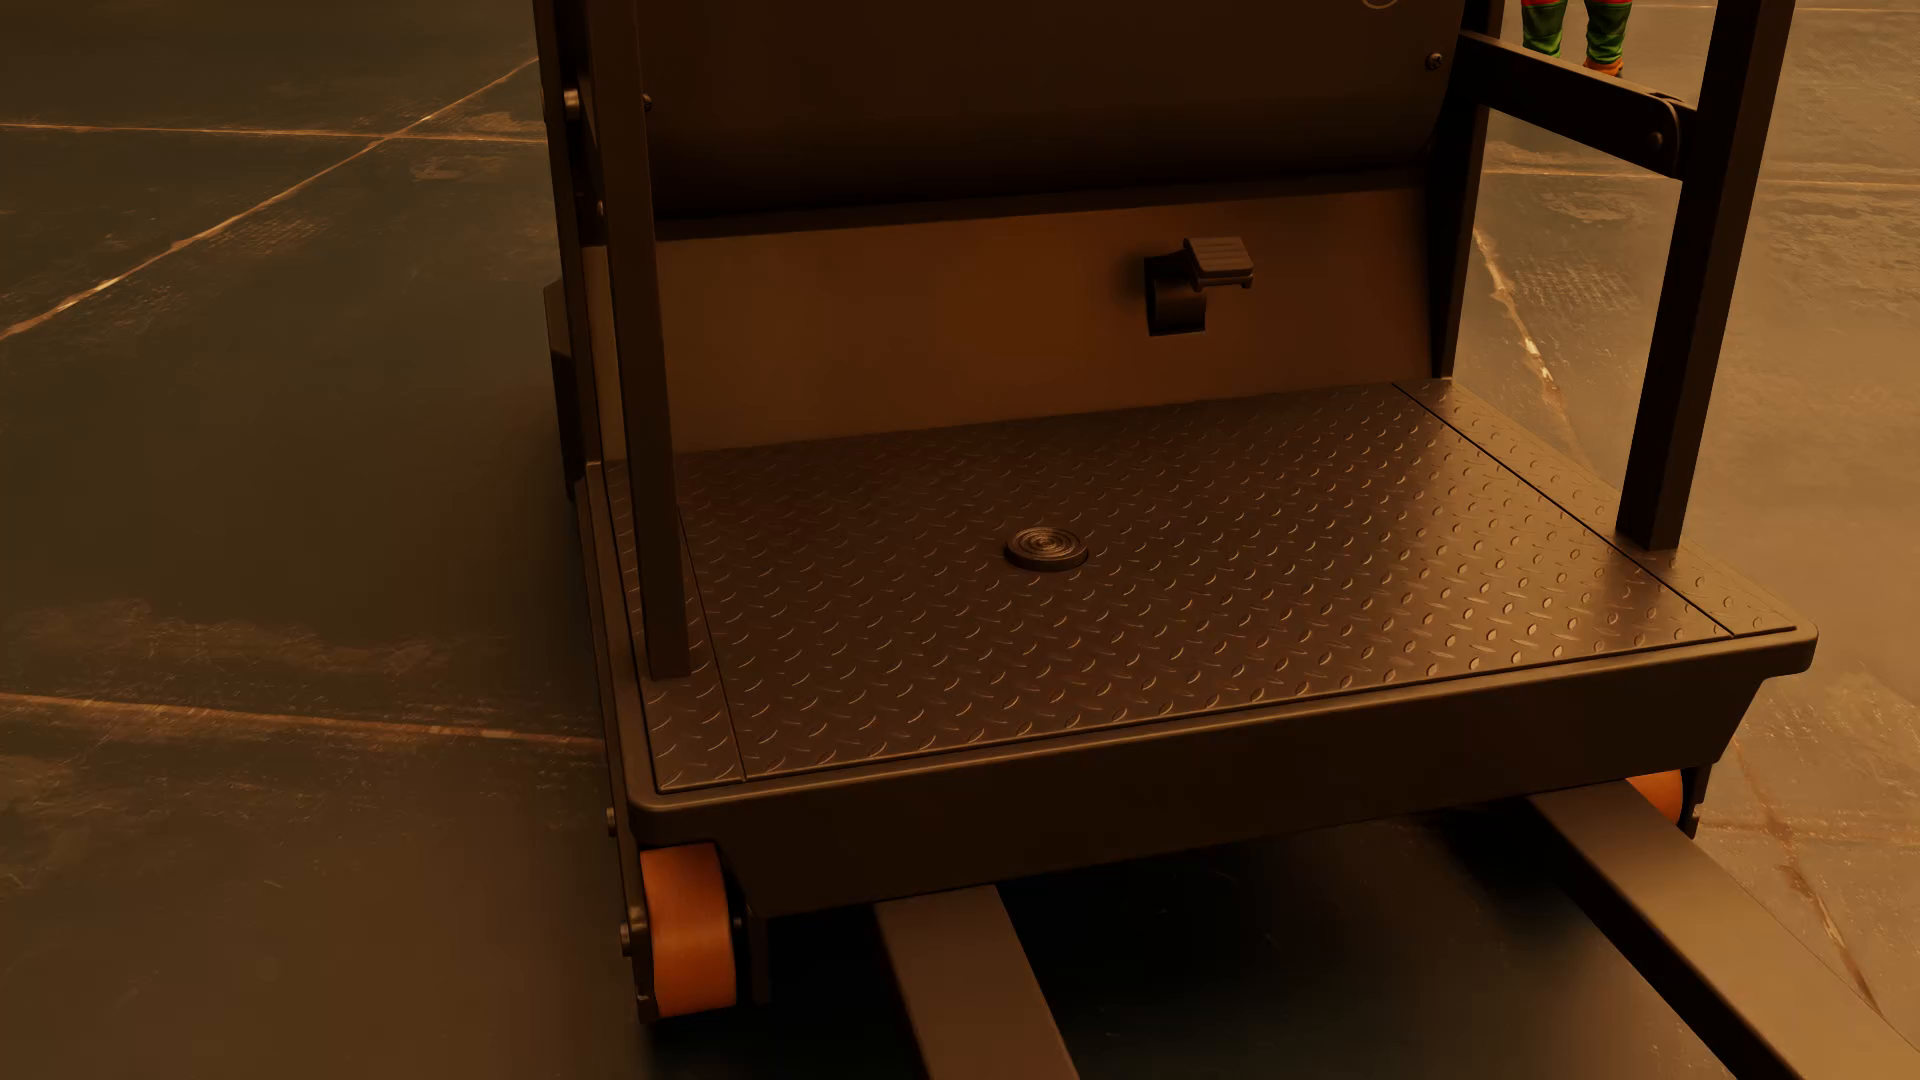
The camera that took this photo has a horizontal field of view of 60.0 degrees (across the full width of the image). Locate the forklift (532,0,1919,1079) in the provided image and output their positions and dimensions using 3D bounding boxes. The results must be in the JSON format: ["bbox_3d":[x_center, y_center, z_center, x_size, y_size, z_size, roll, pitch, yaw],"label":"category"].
[{"bbox_3d":[0.153,-1.049,1.319,1.130,2.935,3.031,-7,27,-13],"label":"forklift"}]

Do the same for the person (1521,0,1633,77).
[{"bbox_3d":[1.946,-2.348,5.192,0.638,1.782,0.565,3,27,7],"label":"person"}]
